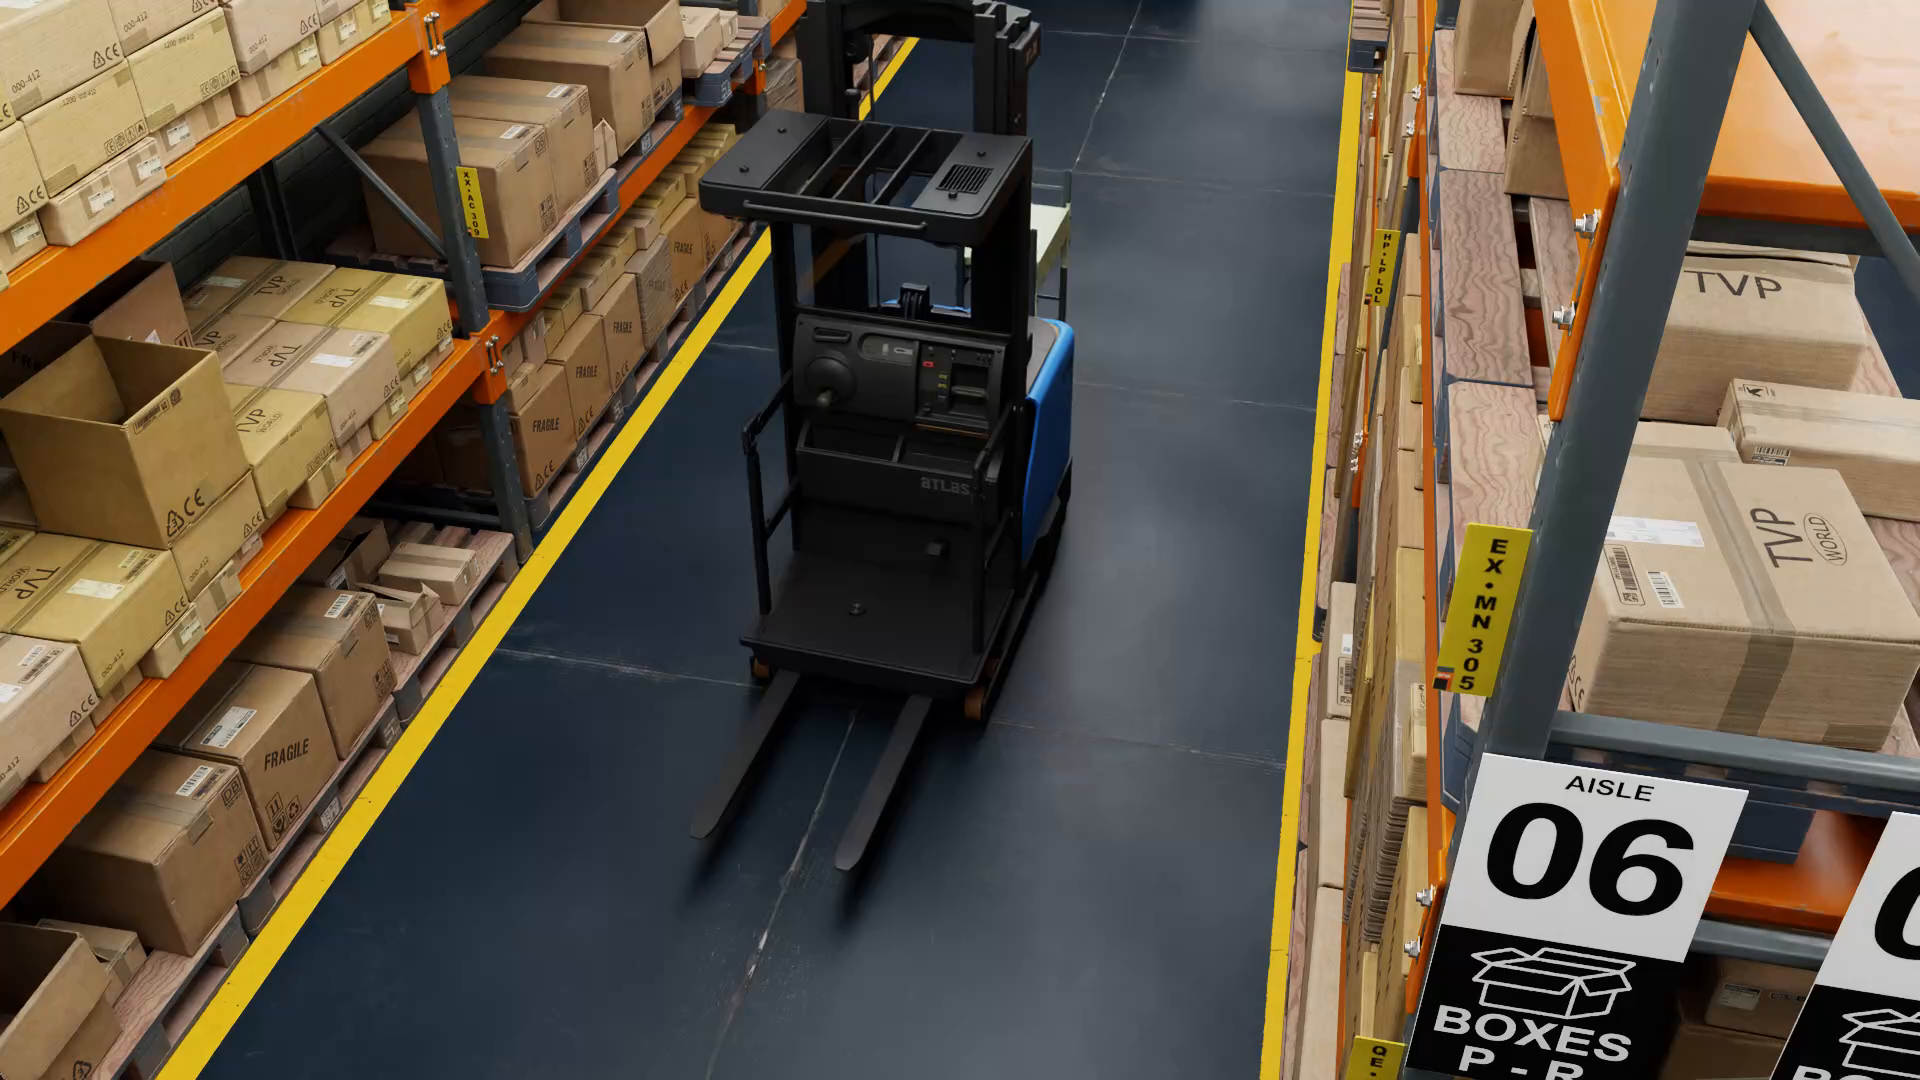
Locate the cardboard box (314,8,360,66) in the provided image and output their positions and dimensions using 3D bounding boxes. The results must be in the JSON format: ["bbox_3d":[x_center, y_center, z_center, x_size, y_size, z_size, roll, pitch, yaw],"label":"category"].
[{"bbox_3d":[-2.506,-1.913,6.262,0.380,0.149,0.250,7,37,10],"label":"cardboard box"}]

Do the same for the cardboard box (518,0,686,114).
[{"bbox_3d":[-1.976,-2.730,9.285,0.797,0.503,0.637,7,36,9],"label":"cardboard box"}]

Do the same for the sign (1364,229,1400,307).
[{"bbox_3d":[1.656,-1.063,6.511,0.100,0.325,0.005,7,37,10],"label":"sign"}]

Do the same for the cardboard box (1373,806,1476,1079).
[{"bbox_3d":[1.204,0.978,3.677,0.500,0.500,0.500,8,37,12],"label":"cardboard box"}]

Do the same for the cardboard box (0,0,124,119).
[{"bbox_3d":[-2.856,-1.462,4.874,0.500,0.250,0.500,8,37,11],"label":"cardboard box"}]

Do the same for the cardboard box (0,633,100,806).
[{"bbox_3d":[-3.049,0.534,5.101,0.500,0.250,0.500,8,37,10],"label":"cardboard box"}]

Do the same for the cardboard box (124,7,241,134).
[{"bbox_3d":[-2.742,-1.558,5.433,0.500,0.250,0.500,8,37,11],"label":"cardboard box"}]

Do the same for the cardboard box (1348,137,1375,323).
[{"bbox_3d":[2.813,-1.781,9.874,0.875,0.875,0.875,7,37,10],"label":"cardboard box"}]

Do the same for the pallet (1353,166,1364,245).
[{"bbox_3d":[3.211,-2.176,11.342,1.003,0.211,1.213,7,37,10],"label":"pallet"}]

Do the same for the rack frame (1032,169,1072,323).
[{"bbox_3d":[0.384,-1.334,9.083,0.400,1.500,0.023,10,37,13],"label":"rack frame"}]

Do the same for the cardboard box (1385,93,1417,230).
[{"bbox_3d":[2.141,-1.594,7.226,0.500,0.500,0.500,8,37,11],"label":"cardboard box"}]

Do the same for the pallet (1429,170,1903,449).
[{"bbox_3d":[1.740,-0.577,4.280,1.003,0.211,1.213,7,37,10],"label":"pallet"}]

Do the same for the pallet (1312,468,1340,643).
[{"bbox_3d":[2.279,0.114,8.183,1.003,0.211,1.213,7,37,10],"label":"pallet"}]

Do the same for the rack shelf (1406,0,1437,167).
[{"bbox_3d":[2.615,-2.633,7.655,1.077,0.370,4.000,7,37,10],"label":"rack shelf"}]

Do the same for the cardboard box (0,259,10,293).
[{"bbox_3d":[-2.917,-0.736,4.638,0.380,0.149,0.250,7,37,10],"label":"cardboard box"}]

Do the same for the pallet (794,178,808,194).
[{"bbox_3d":[-1.594,-2.815,12.224,1.003,0.211,1.213,7,37,10],"label":"pallet"}]

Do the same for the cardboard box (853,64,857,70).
[{"bbox_3d":[-1.227,-4.234,13.472,0.875,0.625,0.625,7,37,9],"label":"cardboard box"}]

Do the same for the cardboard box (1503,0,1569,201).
[{"bbox_3d":[1.931,-1.253,4.606,0.797,0.503,0.637,10,37,14],"label":"cardboard box"}]

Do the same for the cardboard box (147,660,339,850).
[{"bbox_3d":[-2.862,0.837,6.581,0.500,0.500,0.500,8,37,11],"label":"cardboard box"}]

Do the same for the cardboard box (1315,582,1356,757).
[{"bbox_3d":[1.949,0.650,6.892,0.875,0.438,0.875,7,36,9],"label":"cardboard box"}]

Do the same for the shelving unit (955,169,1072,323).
[{"bbox_3d":[0.282,-1.128,8.798,0.431,1.500,0.755,10,37,13],"label":"shelving unit"}]

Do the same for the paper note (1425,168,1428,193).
[{"bbox_3d":[1.213,-0.934,4.335,0.006,0.032,0.123,7,37,10],"label":"paper note"}]

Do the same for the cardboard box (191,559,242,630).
[{"bbox_3d":[-2.818,0.171,5.942,0.380,0.149,0.250,8,37,11],"label":"cardboard box"}]

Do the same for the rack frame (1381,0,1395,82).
[{"bbox_3d":[3.042,-2.857,9.906,1.000,3.000,0.127,7,37,10],"label":"rack frame"}]

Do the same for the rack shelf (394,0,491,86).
[{"bbox_3d":[-2.235,-3.253,8.510,1.077,0.370,4.000,7,37,10],"label":"rack shelf"}]

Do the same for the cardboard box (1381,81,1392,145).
[{"bbox_3d":[2.463,-2.159,8.644,0.500,0.250,0.500,7,37,10],"label":"cardboard box"}]

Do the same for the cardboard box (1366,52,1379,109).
[{"bbox_3d":[3.637,-3.542,12.733,0.950,0.372,0.625,10,37,13],"label":"cardboard box"}]

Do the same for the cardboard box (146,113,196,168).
[{"bbox_3d":[-2.762,-1.325,5.451,0.380,0.149,0.250,8,37,10],"label":"cardboard box"}]

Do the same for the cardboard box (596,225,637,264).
[{"bbox_3d":[-2.079,-1.691,9.517,0.380,0.149,0.250,7,37,10],"label":"cardboard box"}]

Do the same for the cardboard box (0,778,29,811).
[{"bbox_3d":[-3.147,0.751,5.143,0.380,0.149,0.250,7,36,9],"label":"cardboard box"}]

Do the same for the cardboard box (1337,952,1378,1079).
[{"bbox_3d":[1.178,1.379,3.976,0.500,0.500,0.500,8,37,10],"label":"cardboard box"}]

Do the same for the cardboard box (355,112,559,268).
[{"bbox_3d":[-2.340,-1.643,7.789,0.700,0.500,0.500,8,37,11],"label":"cardboard box"}]

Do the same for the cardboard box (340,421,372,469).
[{"bbox_3d":[-2.632,-0.416,6.753,0.380,0.149,0.250,8,37,11],"label":"cardboard box"}]

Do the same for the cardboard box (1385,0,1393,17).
[{"bbox_3d":[2.868,-3.483,10.074,0.500,0.500,0.500,6,36,9],"label":"cardboard box"}]

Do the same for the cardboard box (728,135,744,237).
[{"bbox_3d":[-1.688,-2.365,11.000,0.500,0.500,0.500,8,37,11],"label":"cardboard box"}]

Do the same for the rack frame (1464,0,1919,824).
[{"bbox_3d":[1.333,-0.699,1.817,1.000,3.000,0.127,7,37,10],"label":"rack frame"}]

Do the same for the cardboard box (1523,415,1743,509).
[{"bbox_3d":[1.353,-0.113,3.336,0.380,0.149,0.250,5,36,6],"label":"cardboard box"}]

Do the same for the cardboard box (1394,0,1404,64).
[{"bbox_3d":[2.601,-2.764,8.841,0.500,0.500,0.500,7,37,10],"label":"cardboard box"}]

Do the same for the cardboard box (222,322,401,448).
[{"bbox_3d":[-2.625,-0.632,6.710,0.500,0.250,0.500,7,37,10],"label":"cardboard box"}]

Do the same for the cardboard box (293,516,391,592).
[{"bbox_3d":[-3.034,0.084,7.781,0.500,0.311,0.500,9,37,12],"label":"cardboard box"}]

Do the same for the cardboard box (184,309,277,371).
[{"bbox_3d":[-3.132,-0.705,6.811,0.500,0.250,0.500,7,37,10],"label":"cardboard box"}]

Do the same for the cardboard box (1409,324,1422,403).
[{"bbox_3d":[1.616,-0.539,5.218,0.380,0.149,0.250,6,36,9],"label":"cardboard box"}]

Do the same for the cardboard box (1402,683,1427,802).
[{"bbox_3d":[1.218,0.484,3.807,0.380,0.149,0.250,7,37,10],"label":"cardboard box"}]

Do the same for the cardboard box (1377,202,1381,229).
[{"bbox_3d":[2.380,-1.667,8.392,0.500,0.250,0.500,7,37,10],"label":"cardboard box"}]

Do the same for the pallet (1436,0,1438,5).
[{"bbox_3d":[2.335,-2.232,6.651,0.805,0.209,1.217,6,36,8],"label":"pallet"}]

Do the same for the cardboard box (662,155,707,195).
[{"bbox_3d":[-1.793,-2.277,10.325,0.380,0.149,0.250,6,36,8],"label":"cardboard box"}]

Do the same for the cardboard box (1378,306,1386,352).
[{"bbox_3d":[2.044,-0.989,7.030,0.500,0.250,0.500,7,37,10],"label":"cardboard box"}]

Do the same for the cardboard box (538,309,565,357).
[{"bbox_3d":[-2.298,-1.094,8.692,0.380,0.149,0.250,6,36,8],"label":"cardboard box"}]

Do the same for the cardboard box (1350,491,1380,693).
[{"bbox_3d":[1.608,0.204,5.597,0.500,0.500,0.500,8,37,10],"label":"cardboard box"}]

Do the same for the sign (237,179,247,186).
[{"bbox_3d":[-3.205,-1.720,7.351,0.100,0.325,0.005,7,37,10],"label":"sign"}]

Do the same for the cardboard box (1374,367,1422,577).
[{"bbox_3d":[1.615,-0.185,5.282,0.500,0.500,0.500,8,37,11],"label":"cardboard box"}]

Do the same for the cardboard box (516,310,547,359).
[{"bbox_3d":[-2.317,-1.052,8.381,0.380,0.149,0.250,6,36,8],"label":"cardboard box"}]

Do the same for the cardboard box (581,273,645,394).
[{"bbox_3d":[-2.124,-1.183,9.368,0.500,0.500,0.500,6,36,9],"label":"cardboard box"}]

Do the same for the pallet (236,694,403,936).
[{"bbox_3d":[-3.068,1.041,6.905,1.003,0.211,1.213,7,37,10],"label":"pallet"}]

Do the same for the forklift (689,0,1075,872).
[{"bbox_3d":[-0.323,-0.642,6.908,1.130,2.935,3.031,10,37,13],"label":"forklift"}]
